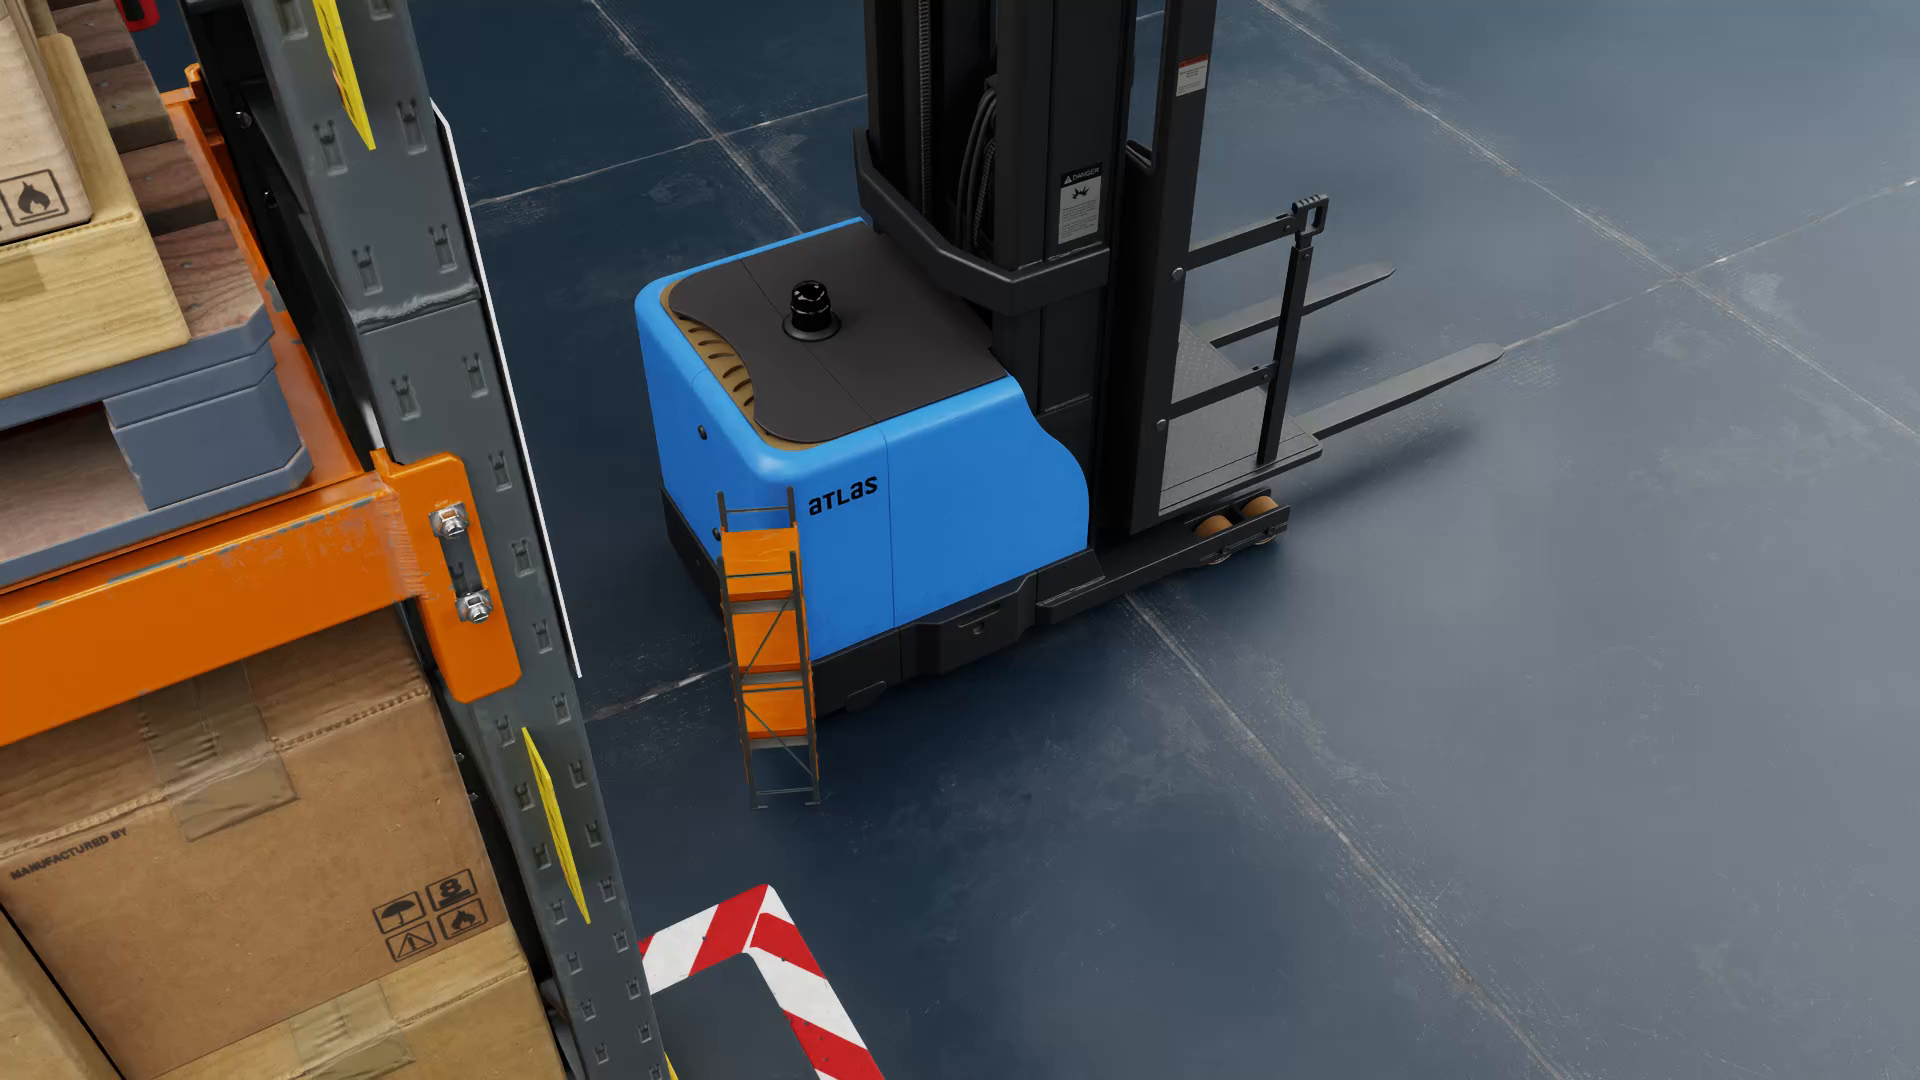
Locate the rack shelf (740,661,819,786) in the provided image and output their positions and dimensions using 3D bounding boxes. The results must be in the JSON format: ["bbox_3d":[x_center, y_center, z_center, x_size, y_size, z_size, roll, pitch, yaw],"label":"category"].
[{"bbox_3d":[-0.528,0.536,4.858,0.215,0.259,0.240,-4,44,-4],"label":"rack shelf"}]

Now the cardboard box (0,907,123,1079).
[{"bbox_3d":[-1.564,0.460,2.239,0.550,0.550,0.875,-22,48,-21],"label":"cardboard box"}]

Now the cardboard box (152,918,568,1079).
[{"bbox_3d":[-1.091,0.652,2.817,0.550,0.550,0.875,-22,48,-21],"label":"cardboard box"}]

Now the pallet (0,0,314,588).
[{"bbox_3d":[-1.430,-0.231,1.745,1.213,0.211,1.003,-22,48,-21],"label":"pallet"}]

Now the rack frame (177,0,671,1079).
[{"bbox_3d":[-0.792,0.549,3.030,0.127,3.000,1.000,-22,48,-21],"label":"rack frame"}]

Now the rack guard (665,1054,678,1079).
[{"bbox_3d":[-0.771,1.438,3.909,0.348,0.500,1.175,-22,48,-21],"label":"rack guard"}]

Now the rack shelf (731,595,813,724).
[{"bbox_3d":[-0.528,0.336,4.665,0.215,0.259,0.240,-4,44,-4],"label":"rack shelf"}]

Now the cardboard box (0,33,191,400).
[{"bbox_3d":[-0.912,-0.303,1.562,0.250,0.149,0.380,-22,48,-21],"label":"cardboard box"}]

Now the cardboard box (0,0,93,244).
[{"bbox_3d":[-1.077,-0.428,1.404,0.500,0.250,0.500,-21,48,-20],"label":"cardboard box"}]

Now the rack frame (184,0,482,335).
[{"bbox_3d":[-0.792,-1.603,0.941,0.127,3.000,1.000,-22,48,-21],"label":"rack frame"}]

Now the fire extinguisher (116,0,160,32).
[{"bbox_3d":[-3.017,-2.138,5.855,0.183,0.674,0.296,-22,48,-21],"label":"fire extinguisher"}]

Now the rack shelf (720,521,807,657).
[{"bbox_3d":[-0.528,0.133,4.467,0.215,0.259,0.240,-4,44,-4],"label":"rack shelf"}]

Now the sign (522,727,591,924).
[{"bbox_3d":[-0.534,0.381,2.202,0.005,0.325,0.100,-22,48,-21],"label":"sign"}]

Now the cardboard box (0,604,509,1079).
[{"bbox_3d":[-1.133,0.213,2.493,0.550,0.550,0.875,-22,48,-21],"label":"cardboard box"}]

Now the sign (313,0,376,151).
[{"bbox_3d":[-0.534,-0.484,1.362,0.005,0.325,0.100,-22,48,-21],"label":"sign"}]

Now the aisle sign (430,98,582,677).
[{"bbox_3d":[-0.581,-0.227,1.963,0.004,0.787,0.394,-22,48,-21],"label":"aisle sign"}]

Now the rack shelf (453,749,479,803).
[{"bbox_3d":[-2.526,1.502,2.566,4.000,0.370,1.077,-22,48,-21],"label":"rack shelf"}]

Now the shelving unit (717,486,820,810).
[{"bbox_3d":[-0.528,0.329,4.657,0.215,1.050,0.252,-4,44,-4],"label":"shelving unit"}]

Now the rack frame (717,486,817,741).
[{"bbox_3d":[-0.540,0.244,4.745,0.200,1.050,0.008,-4,44,-4],"label":"rack frame"}]

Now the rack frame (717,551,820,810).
[{"bbox_3d":[-0.515,0.413,4.570,0.200,1.050,0.008,-4,44,-4],"label":"rack frame"}]

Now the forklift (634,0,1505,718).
[{"bbox_3d":[0.540,-1.268,4.952,3.031,2.935,1.130,-22,48,-21],"label":"forklift"}]

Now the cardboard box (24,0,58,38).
[{"bbox_3d":[-1.249,-0.698,1.969,0.250,0.149,0.380,-21,48,-21],"label":"cardboard box"}]

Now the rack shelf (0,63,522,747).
[{"bbox_3d":[-2.526,0.425,1.521,4.000,0.370,1.077,-22,48,-21],"label":"rack shelf"}]
